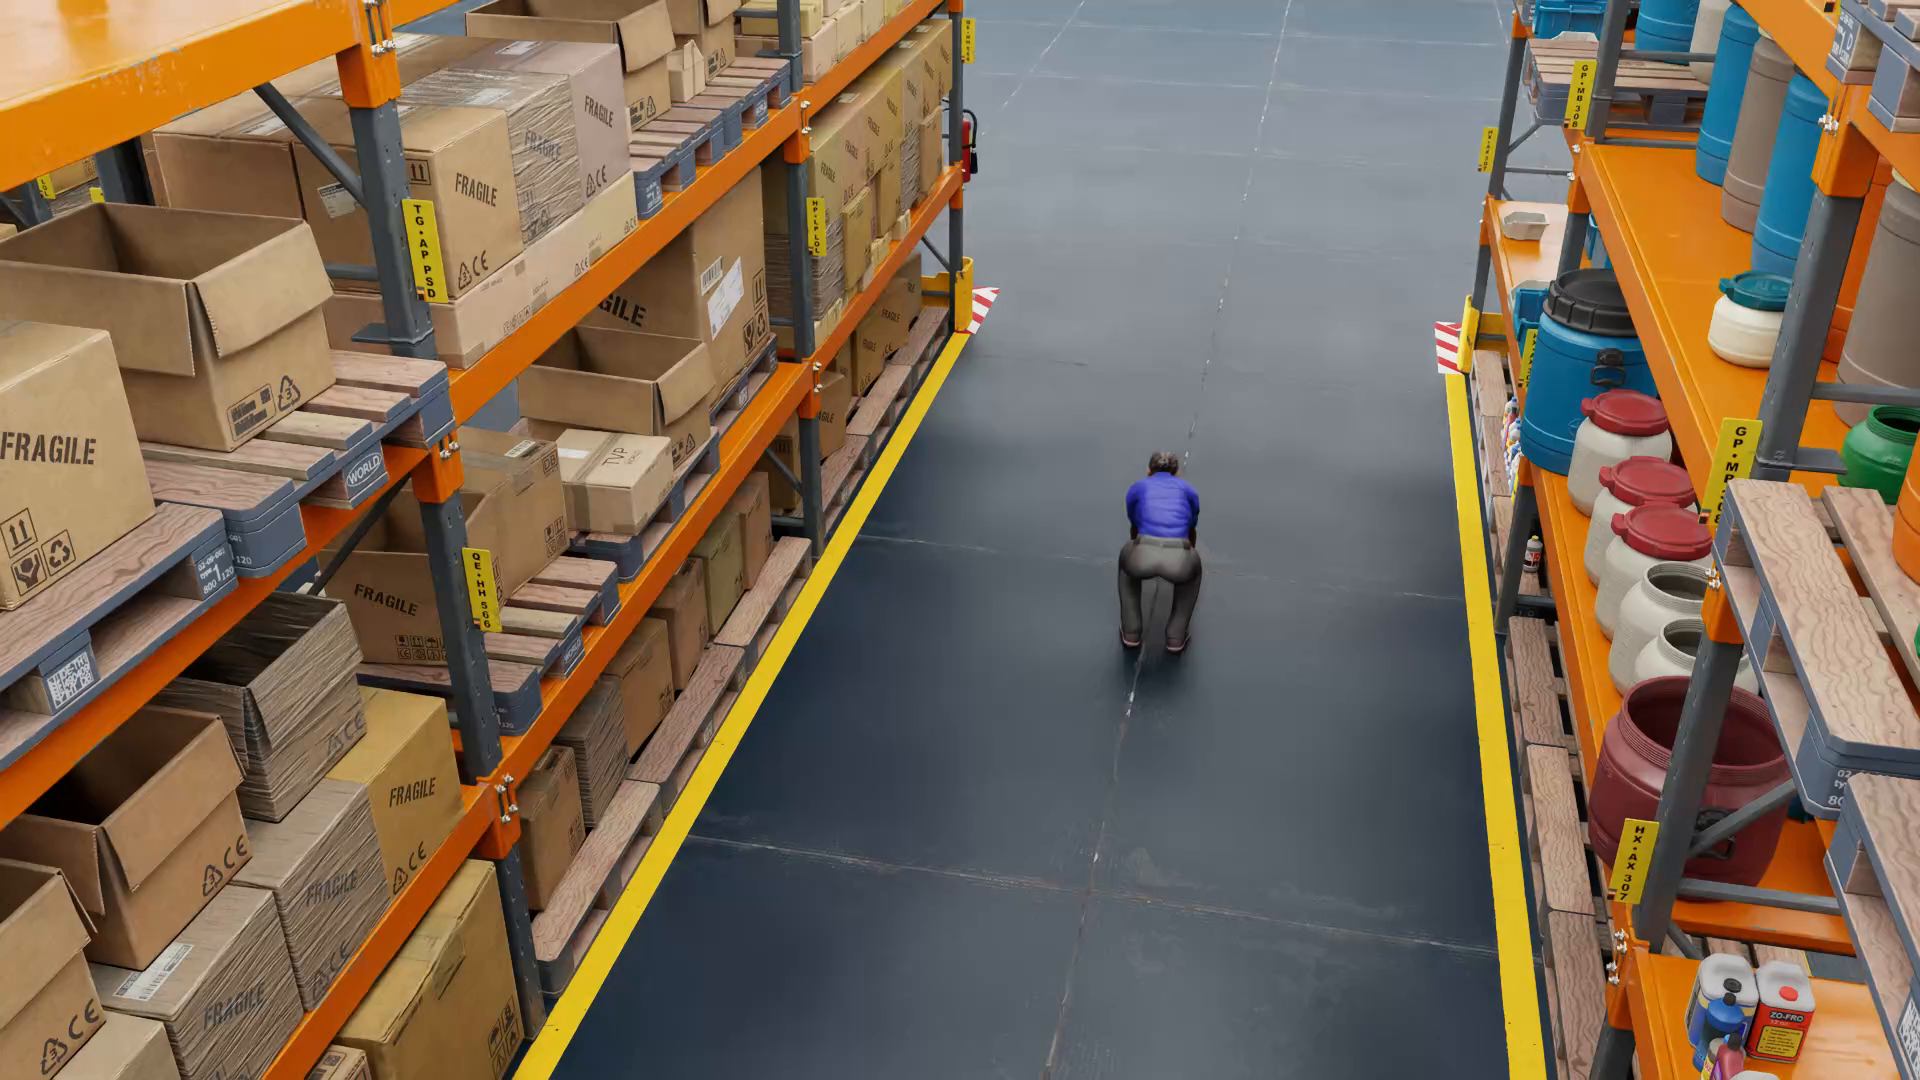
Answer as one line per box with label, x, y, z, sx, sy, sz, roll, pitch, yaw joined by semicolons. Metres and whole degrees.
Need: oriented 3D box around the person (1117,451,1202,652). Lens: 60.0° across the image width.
person;1.116;0.069;9.242;0.473;0.939;0.867;5;29;9
